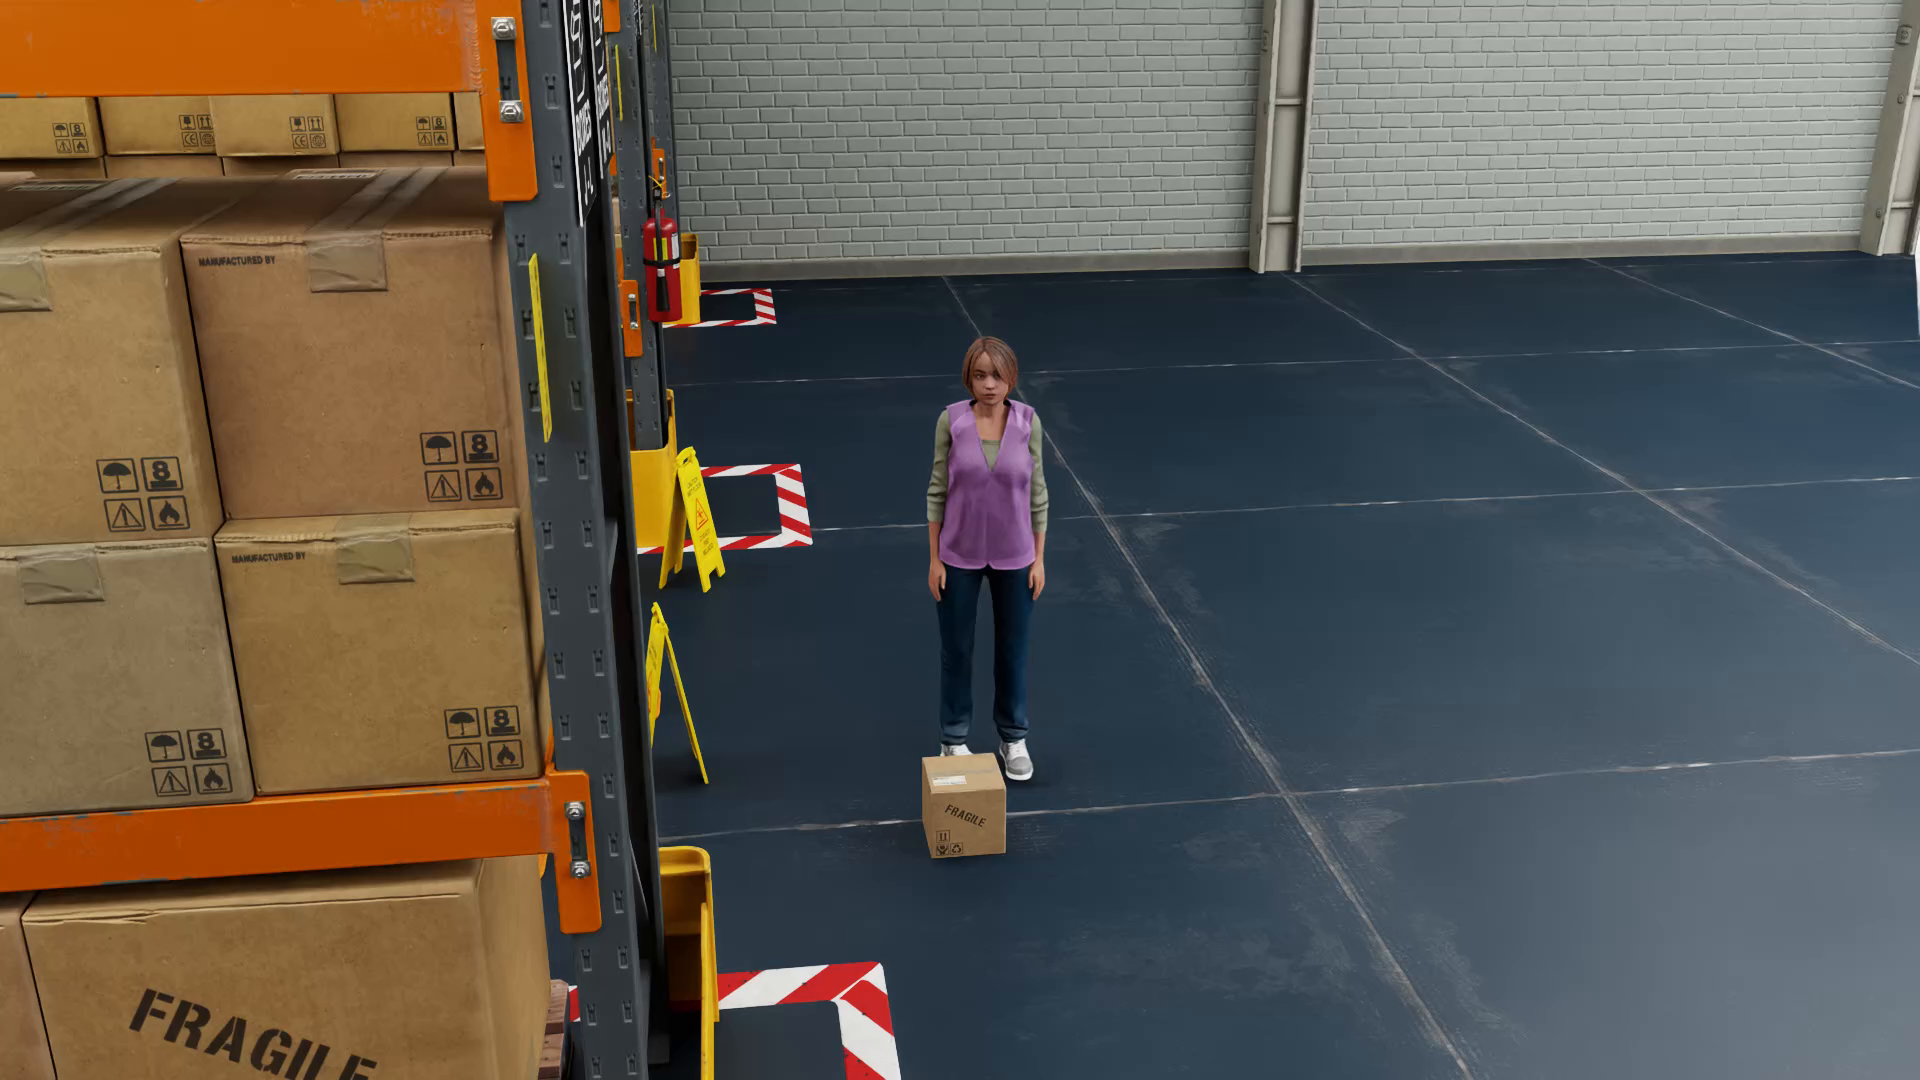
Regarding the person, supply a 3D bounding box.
[{"bbox_3d":[0.098,0.078,5.817,0.424,1.607,0.321,-1,20,-2],"label":"person"}]
